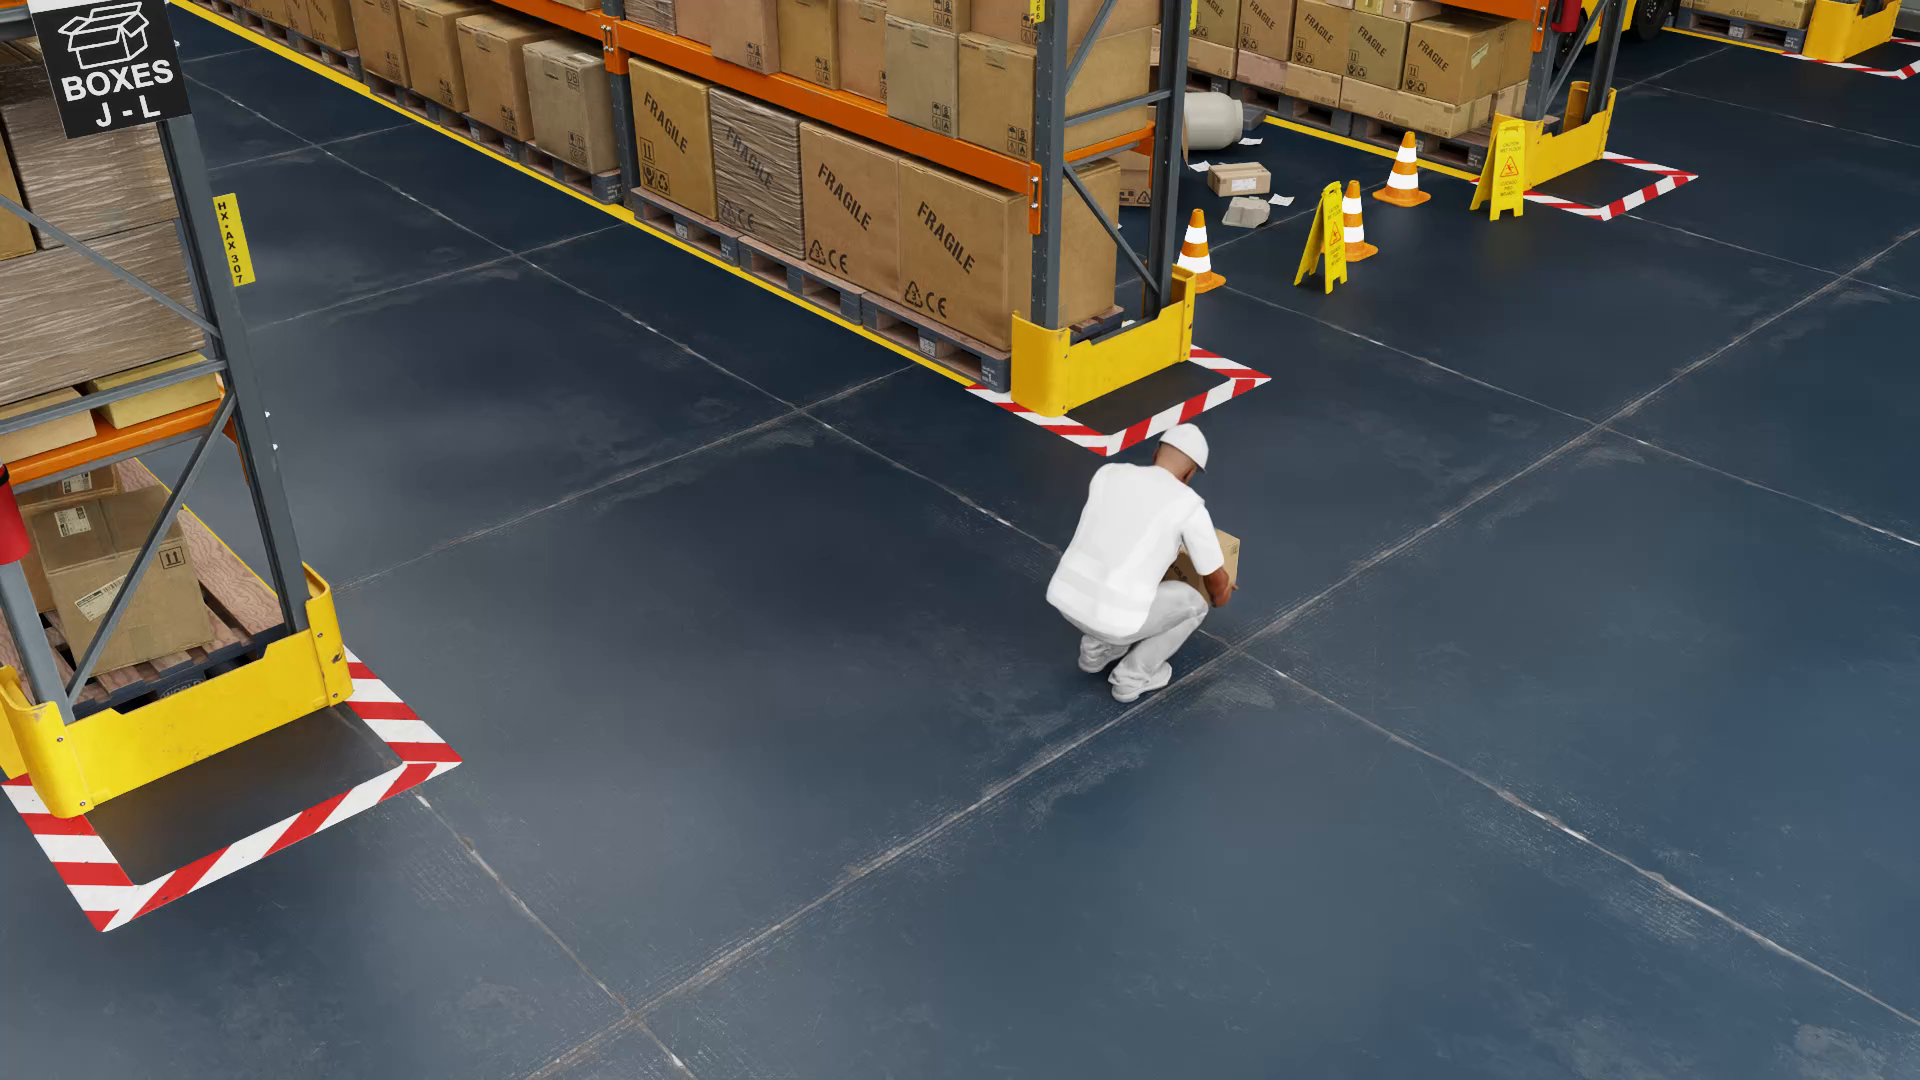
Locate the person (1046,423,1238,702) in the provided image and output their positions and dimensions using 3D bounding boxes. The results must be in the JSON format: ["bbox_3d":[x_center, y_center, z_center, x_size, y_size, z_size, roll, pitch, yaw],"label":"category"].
[{"bbox_3d":[0.734,0.072,6.739,0.888,0.995,0.586,-26,40,-35],"label":"person"}]
